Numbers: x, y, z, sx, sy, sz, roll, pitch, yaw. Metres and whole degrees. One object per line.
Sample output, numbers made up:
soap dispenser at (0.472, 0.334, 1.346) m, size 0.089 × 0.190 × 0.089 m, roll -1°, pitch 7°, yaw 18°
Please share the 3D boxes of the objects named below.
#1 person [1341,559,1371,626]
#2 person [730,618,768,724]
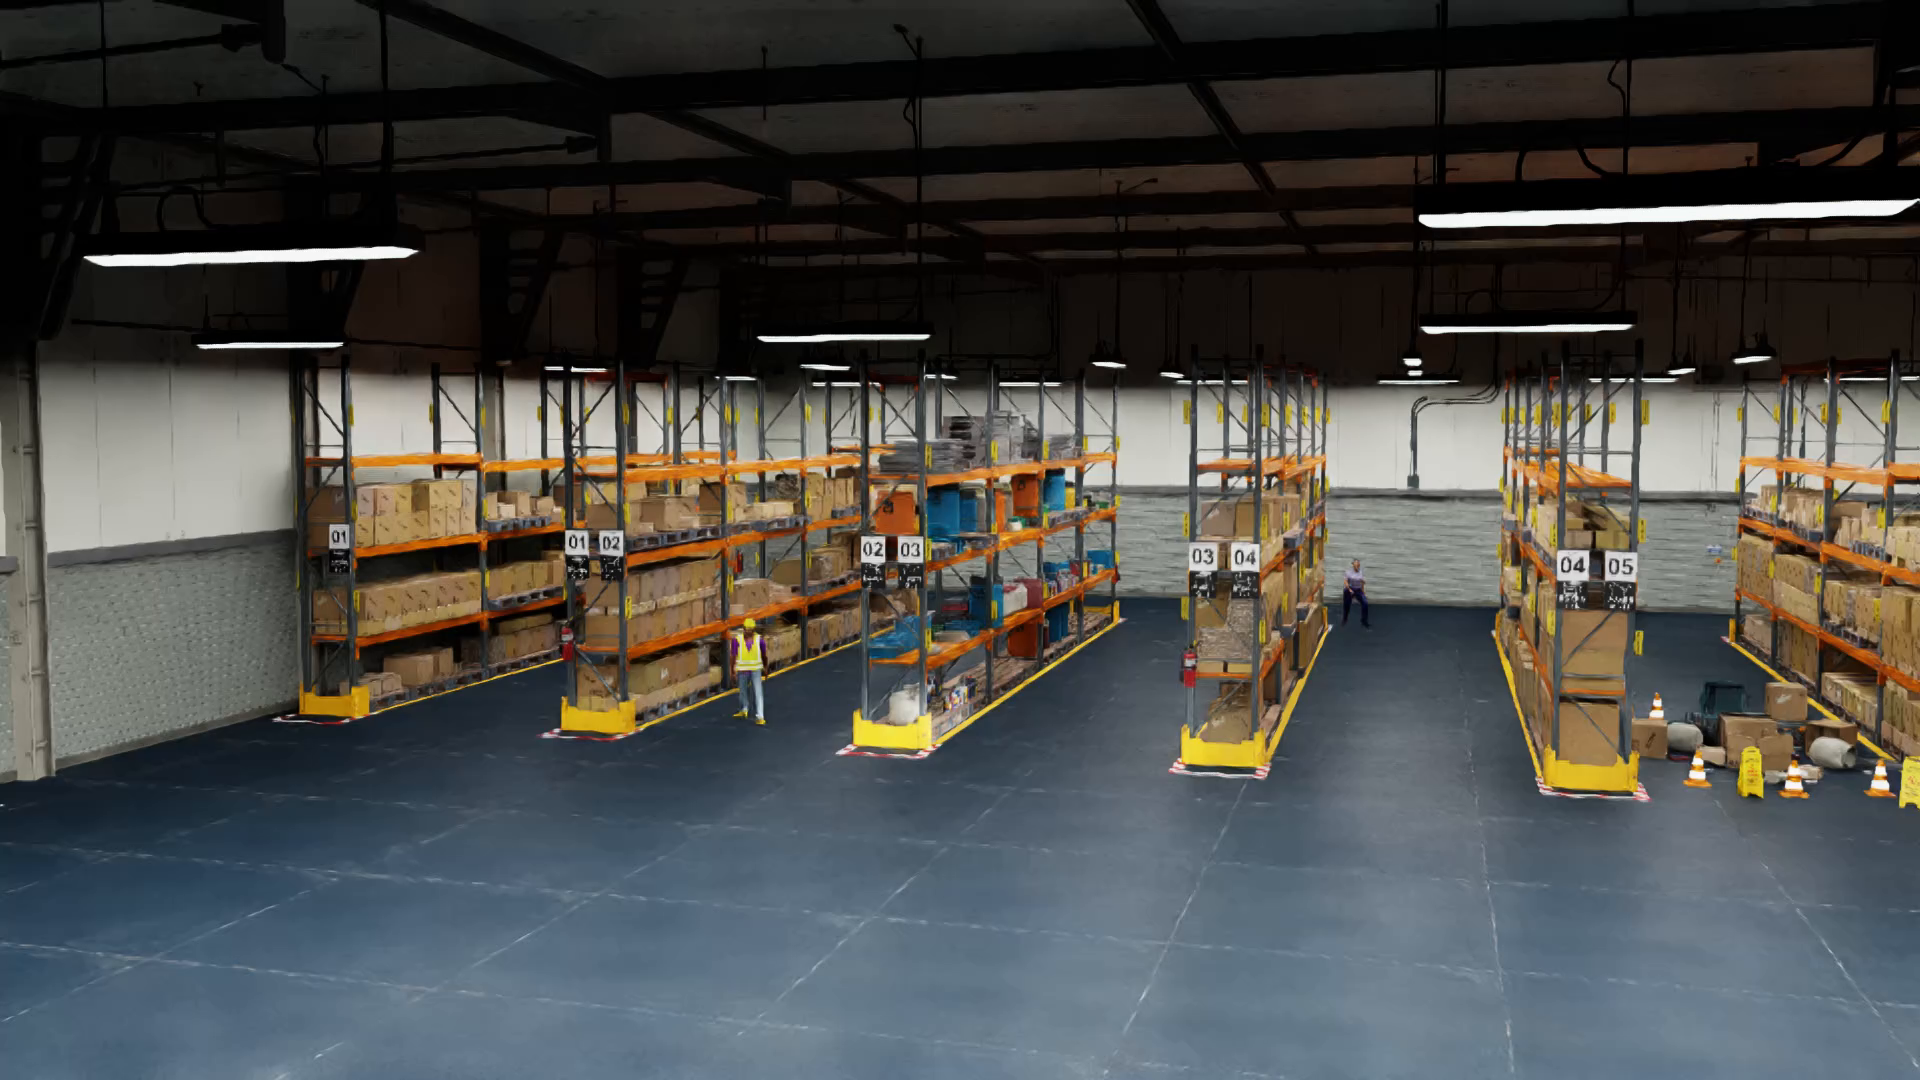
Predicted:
person at (9.406, 1.230, 39.626) m, size 0.615 × 1.599 × 0.718 m, roll -1°, pitch 4°, yaw -8°
person at (-3.440, 2.120, 27.156) m, size 0.621 × 1.721 × 0.959 m, roll -1°, pitch 4°, yaw -7°
